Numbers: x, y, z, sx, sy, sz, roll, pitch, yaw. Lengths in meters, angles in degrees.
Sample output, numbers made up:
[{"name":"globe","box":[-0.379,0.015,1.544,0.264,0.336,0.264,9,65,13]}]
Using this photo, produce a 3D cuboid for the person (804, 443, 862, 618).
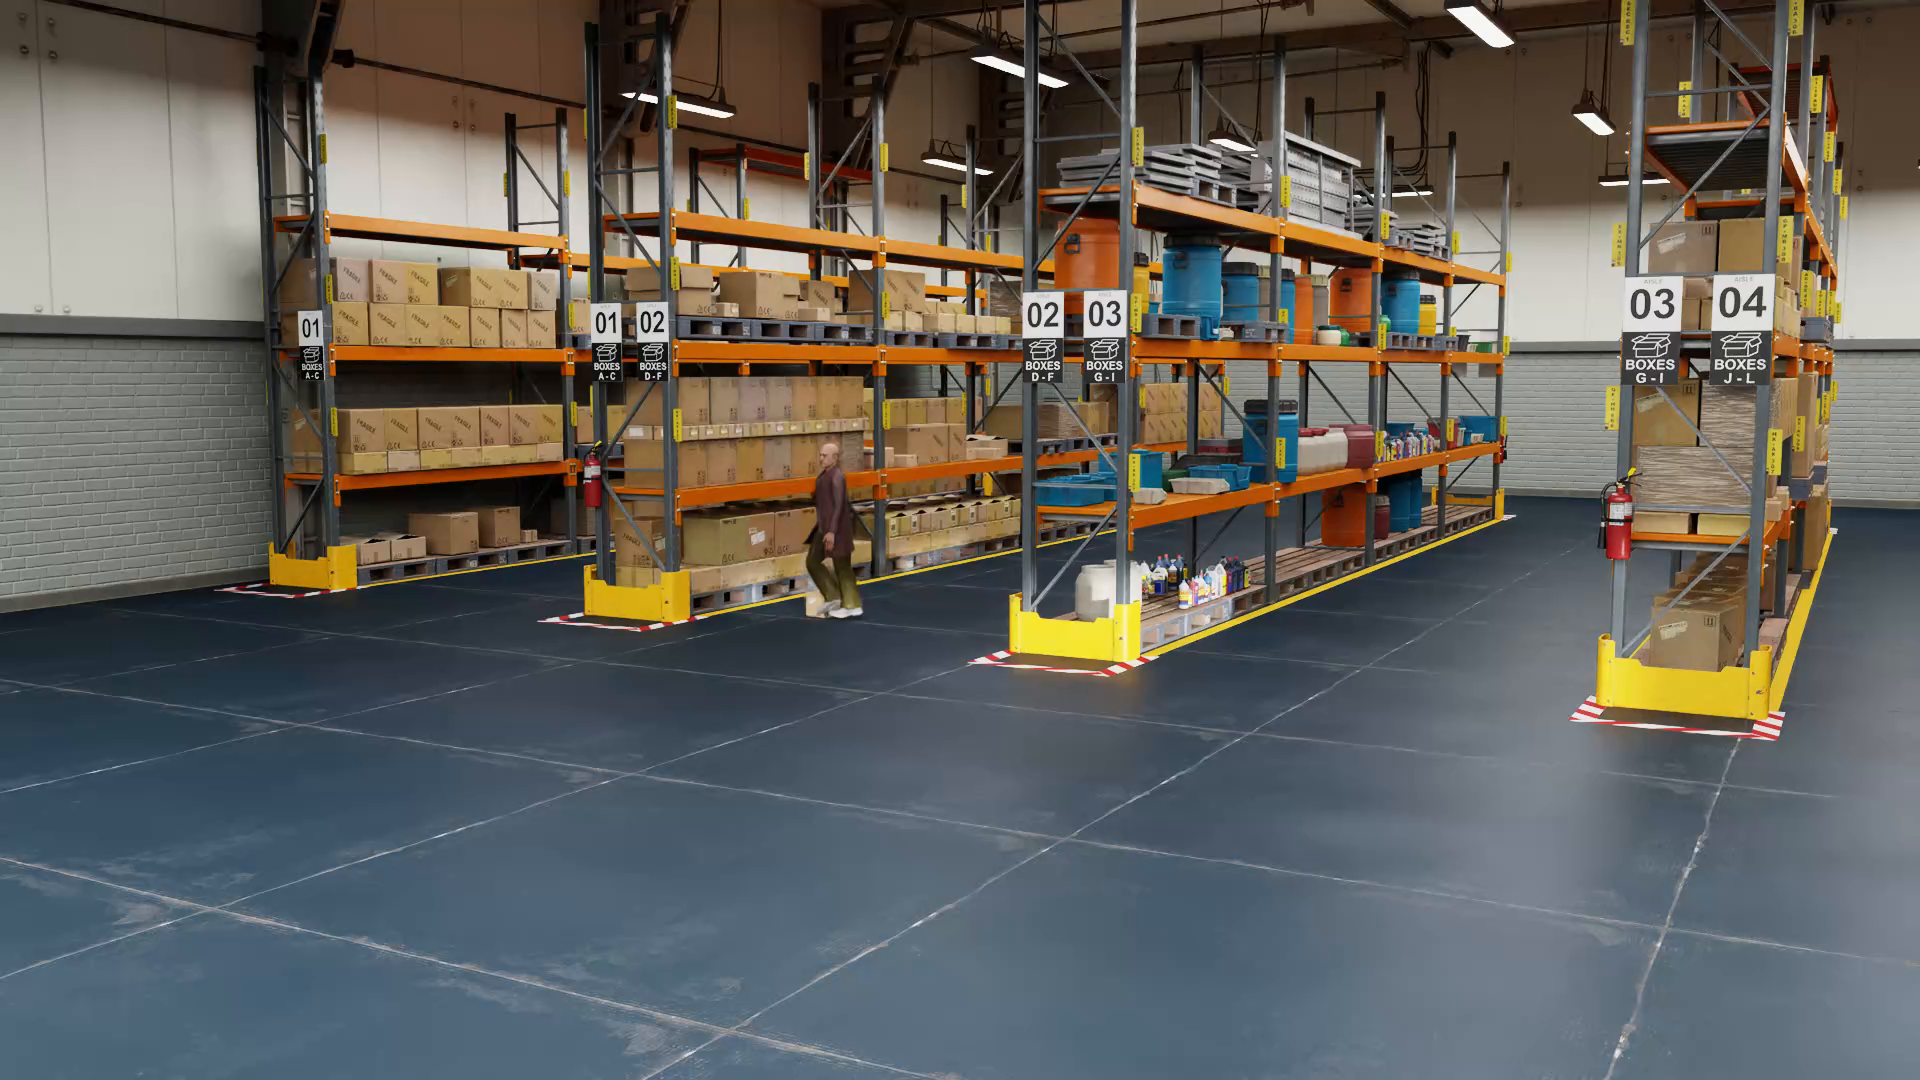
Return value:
[{"name":"person","box":[-1.252,-0.037,16.732,0.591,1.654,0.654,-3,6,-25]}]
